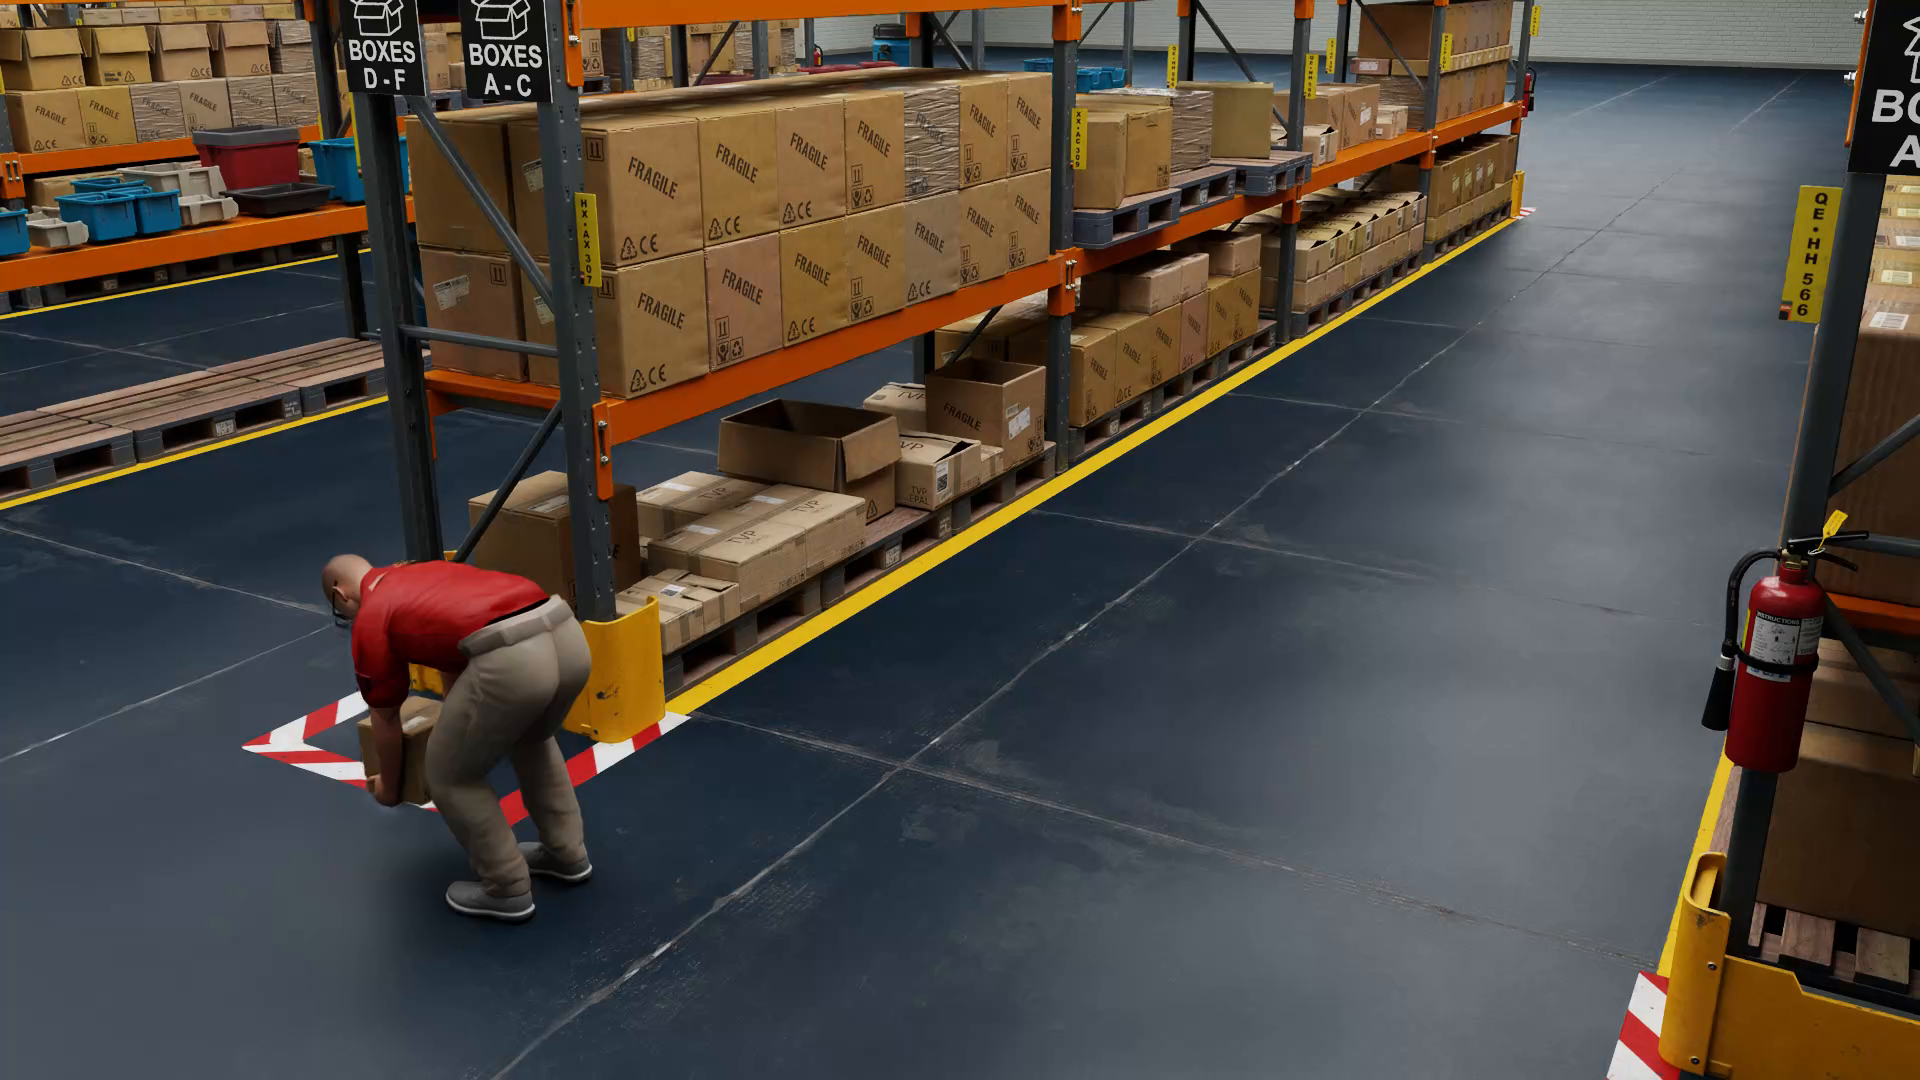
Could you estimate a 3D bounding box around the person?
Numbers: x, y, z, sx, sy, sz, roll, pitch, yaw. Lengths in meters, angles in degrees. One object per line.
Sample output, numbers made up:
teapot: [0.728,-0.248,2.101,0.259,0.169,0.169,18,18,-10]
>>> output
person: [-1.623,0.604,5.358,0.959,1.078,0.498,10,21,26]
